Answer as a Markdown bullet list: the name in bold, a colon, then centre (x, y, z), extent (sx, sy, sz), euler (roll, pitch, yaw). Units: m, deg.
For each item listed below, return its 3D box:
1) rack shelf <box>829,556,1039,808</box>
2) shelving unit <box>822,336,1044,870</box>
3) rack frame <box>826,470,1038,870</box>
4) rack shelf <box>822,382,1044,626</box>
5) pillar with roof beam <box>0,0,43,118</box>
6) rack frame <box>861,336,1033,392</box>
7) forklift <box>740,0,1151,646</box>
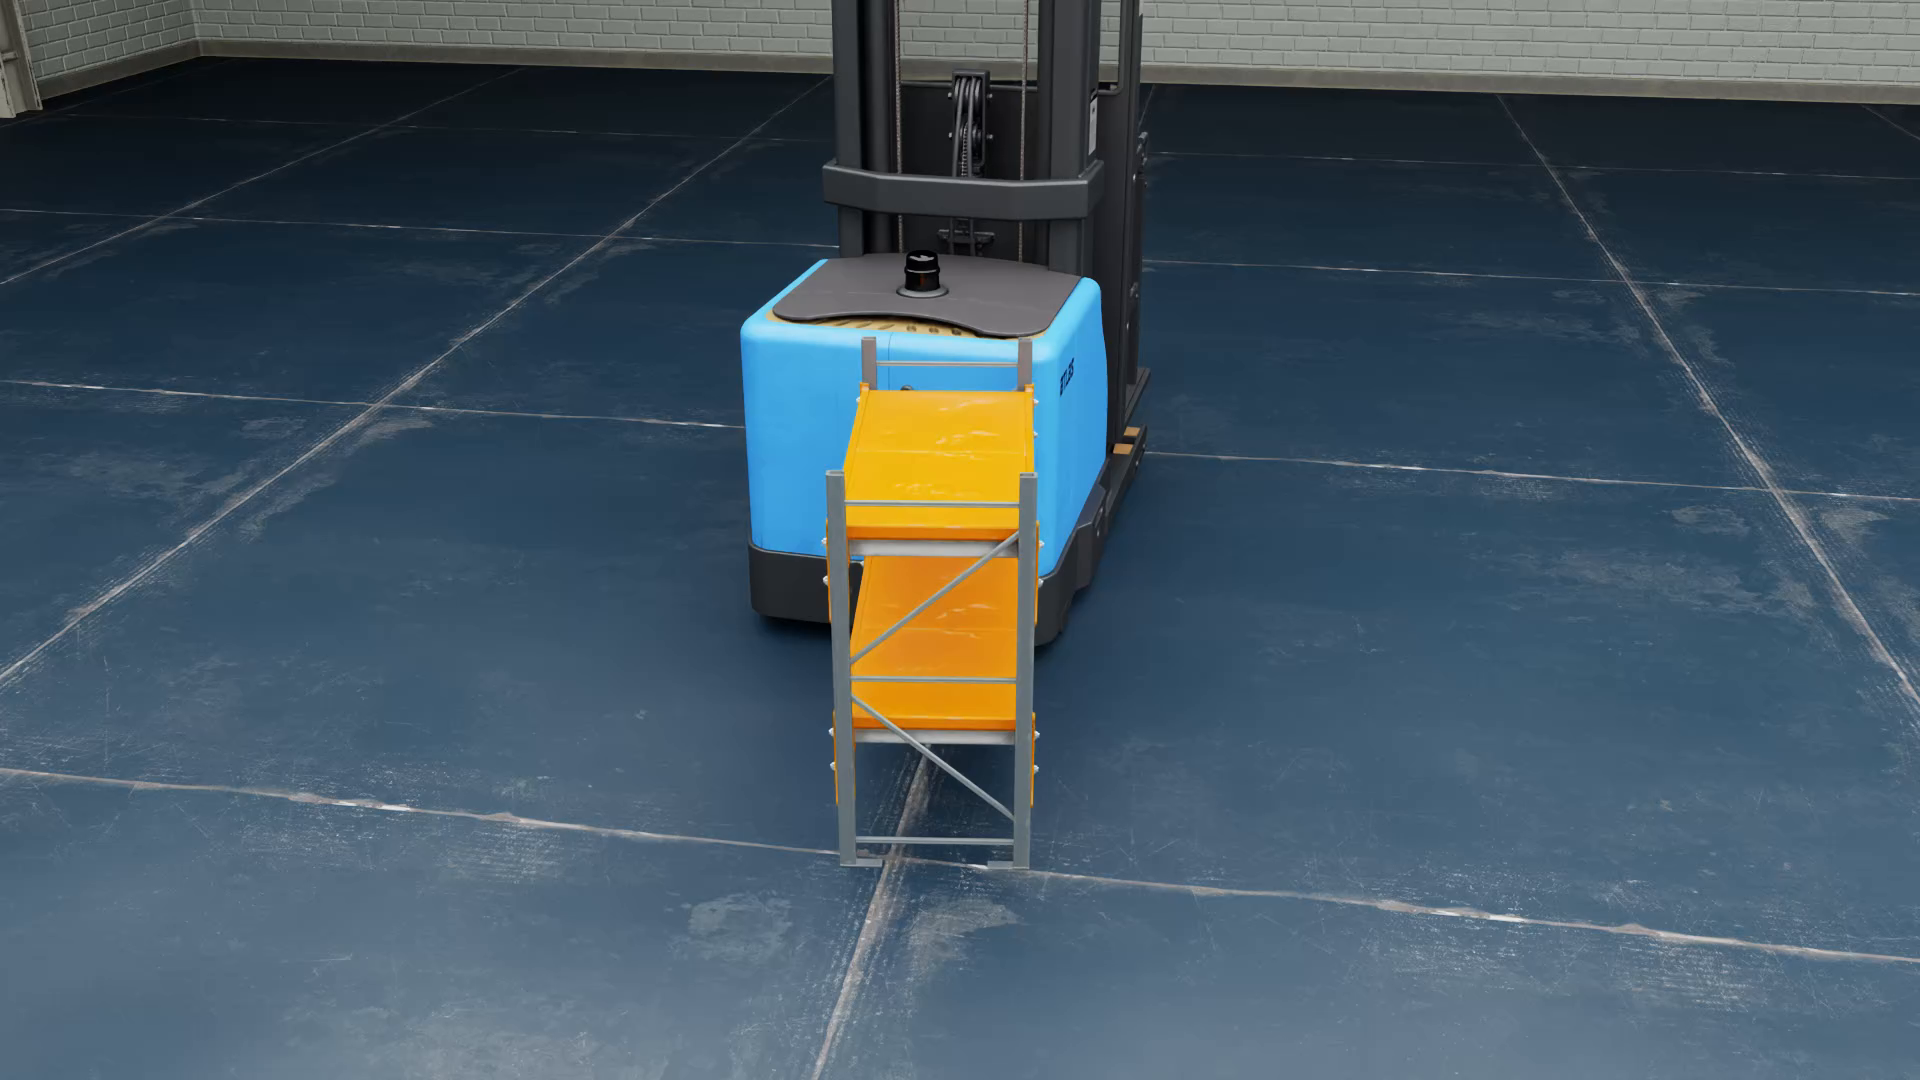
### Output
- **rack shelf**: centre (-0.052, 0.359, 4.733), extent (0.538, 0.278, 1.000), euler (1, 25, 1)
- **shelving unit**: centre (-0.052, 0.137, 4.630), extent (0.538, 1.125, 1.048), euler (1, 25, 1)
- **rack frame**: centre (-0.067, 0.353, 4.170), extent (0.500, 1.125, 0.032), euler (1, 25, 1)
- **rack shelf**: centre (-0.052, -0.128, 4.506), extent (0.538, 0.278, 1.000), euler (1, 25, 1)
- **pillar with roof beam**: centre (-3.660, -7.339, 11.313), extent (9.100, 9.000, 0.400), euler (4, 25, 9)
- **rack frame**: centre (-0.038, -0.078, 5.090), extent (0.500, 1.125, 0.032), euler (1, 25, 1)
- **forklift**: centre (0.155, -1.584, 6.177), extent (1.130, 2.935, 3.031), euler (6, 26, 13)
